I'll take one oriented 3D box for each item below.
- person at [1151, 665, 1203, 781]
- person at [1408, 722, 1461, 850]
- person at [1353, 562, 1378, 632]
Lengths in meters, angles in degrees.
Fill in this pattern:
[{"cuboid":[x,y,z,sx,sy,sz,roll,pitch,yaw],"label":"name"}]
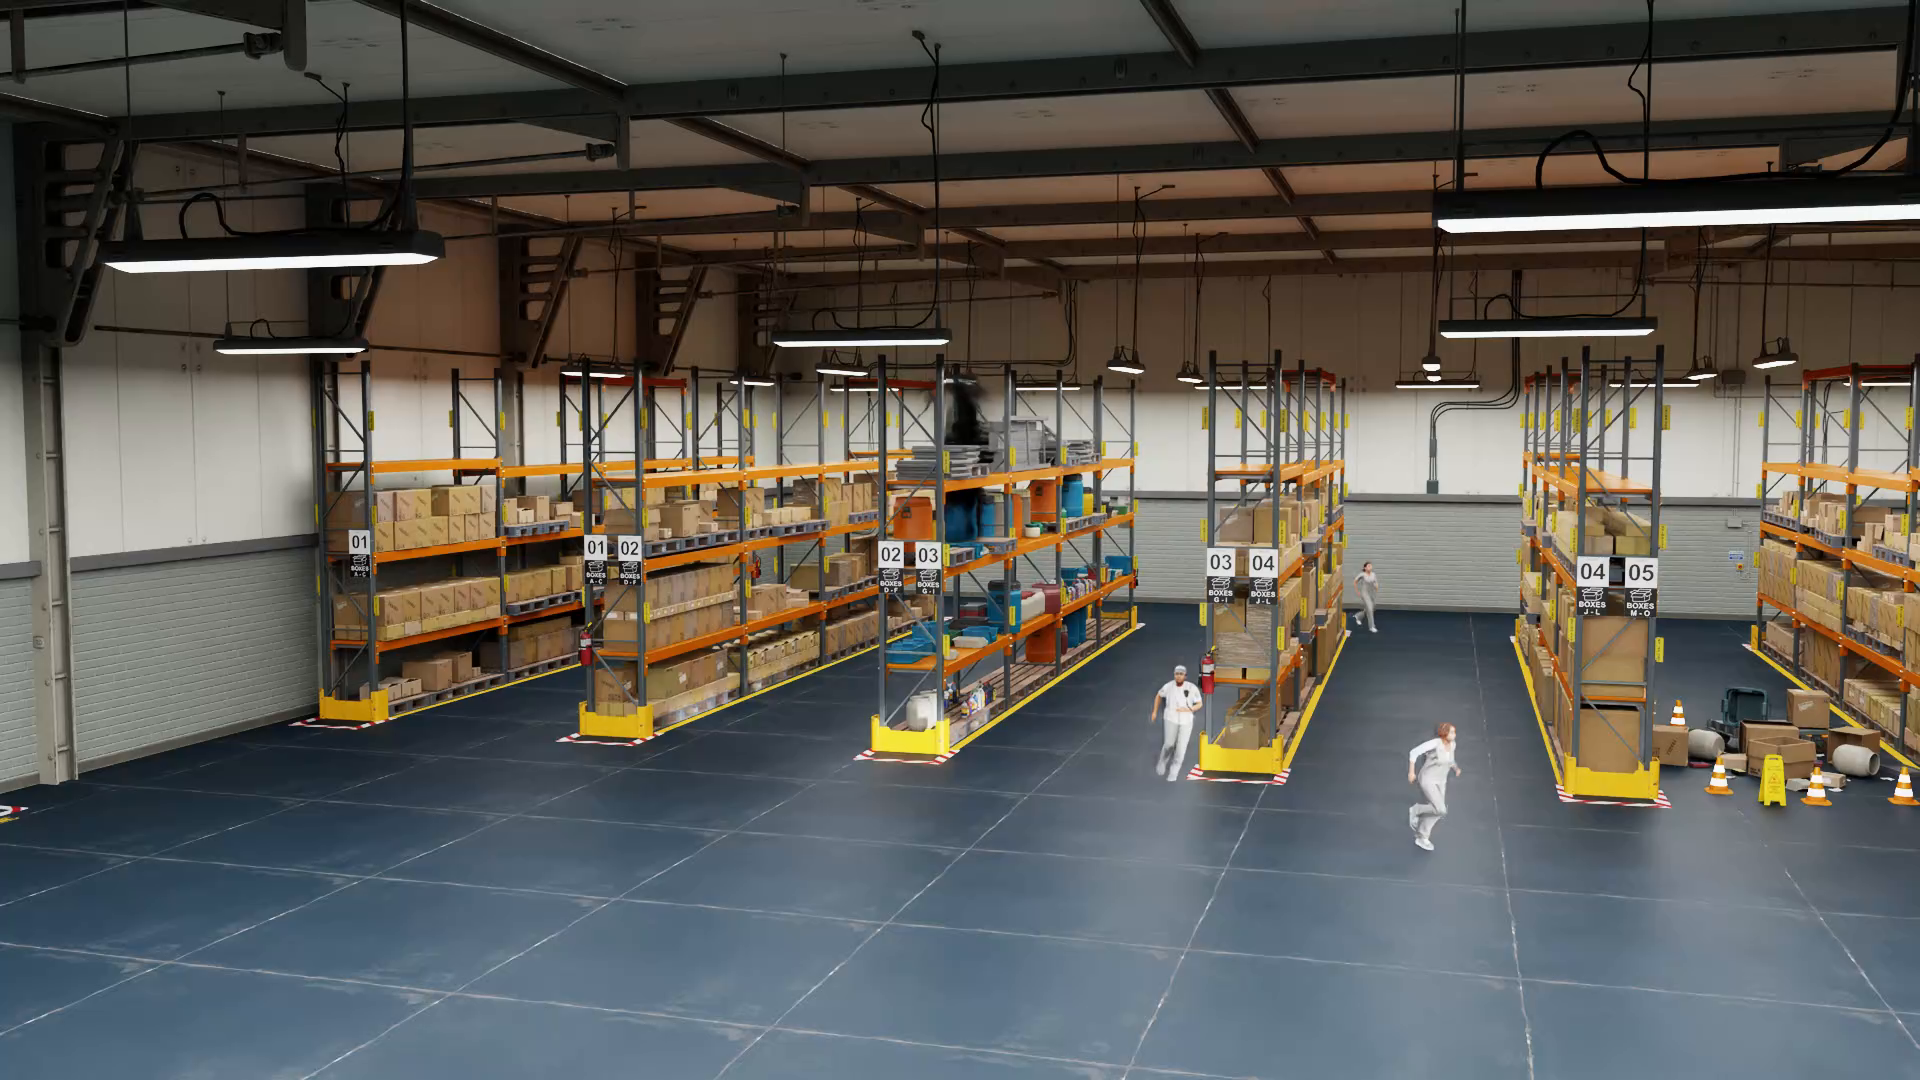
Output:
[{"cuboid":[3.024,2.554,23.158,0.692,1.627,0.581,0,4,3],"label":"person"},{"cuboid":[5.572,2.882,19.435,0.527,1.501,0.614,-3,5,-37],"label":"person"},{"cuboid":[9.724,1.341,39.734,0.606,1.657,0.869,-2,4,-25],"label":"person"}]
